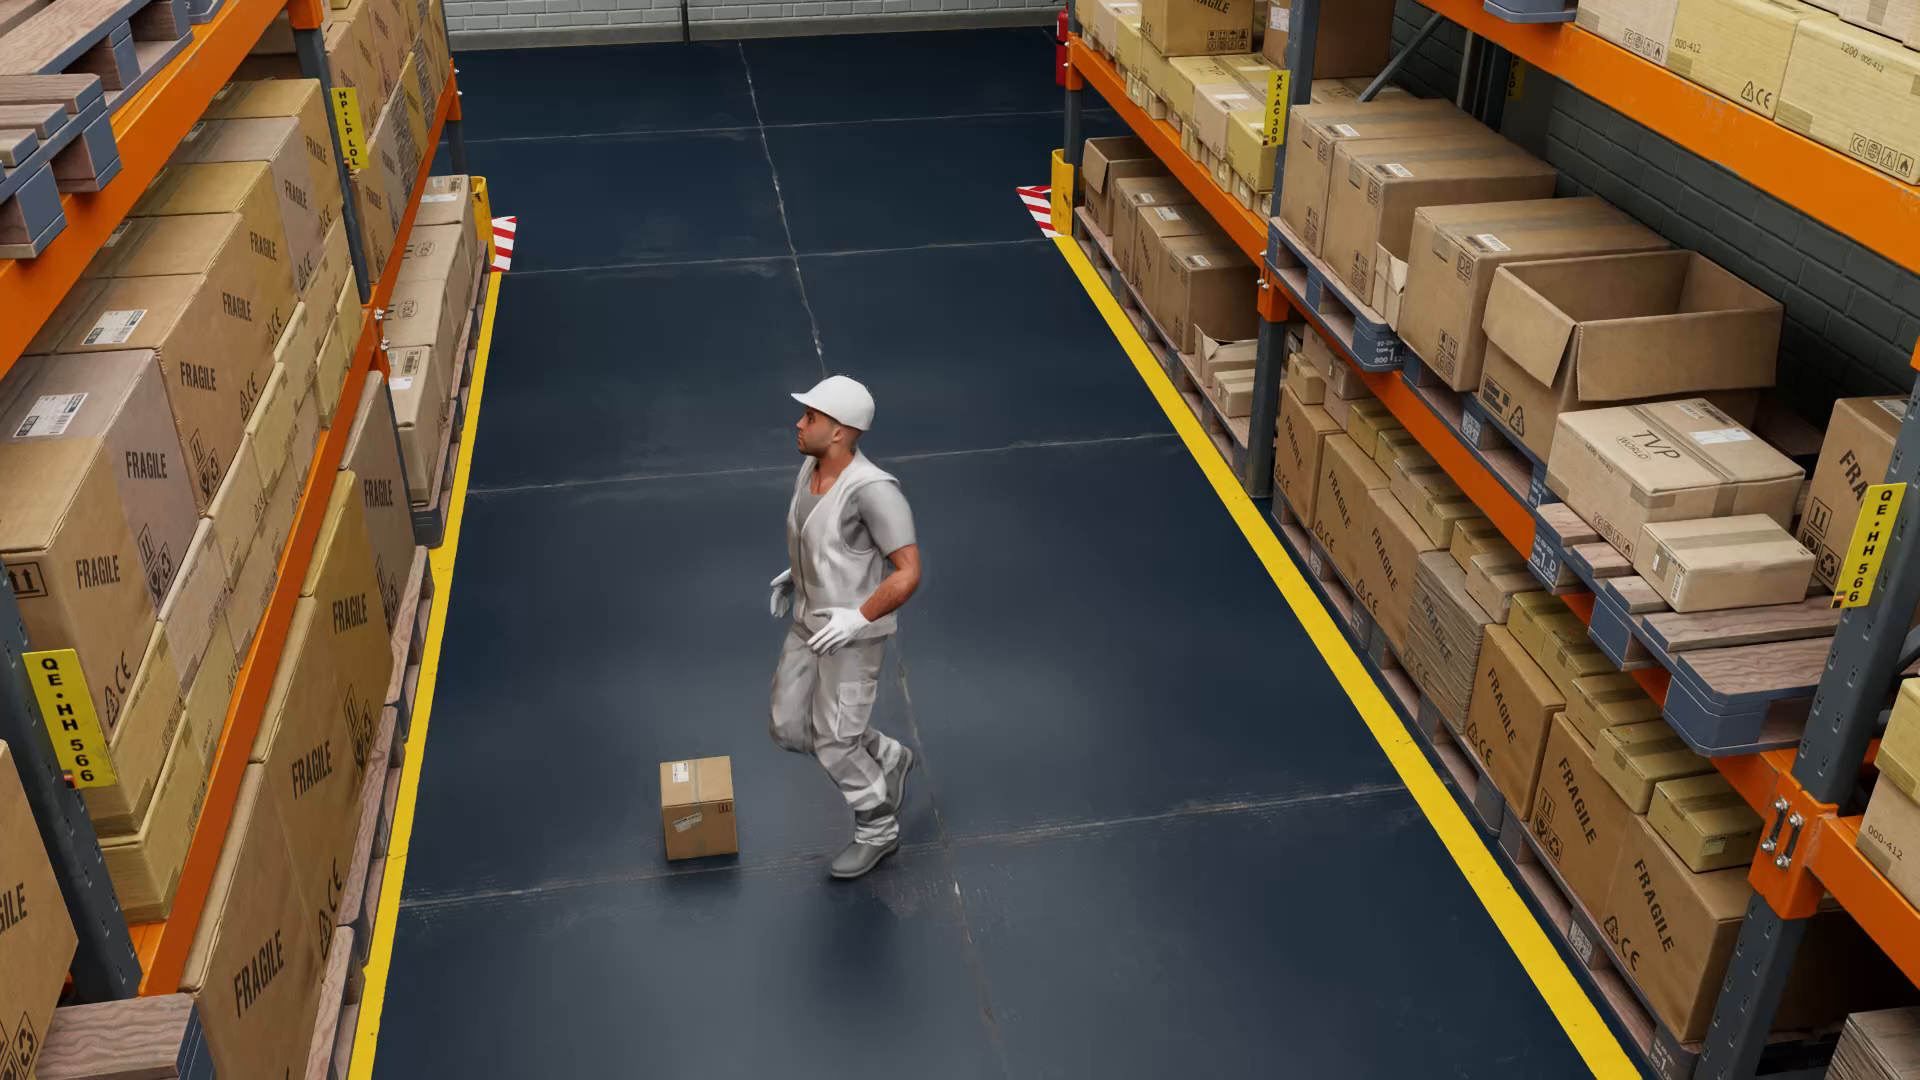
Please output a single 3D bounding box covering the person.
[{"bbox_3d":[-0.430,0.295,5.677,0.519,1.708,0.714,-20,36,-30],"label":"person"}]
